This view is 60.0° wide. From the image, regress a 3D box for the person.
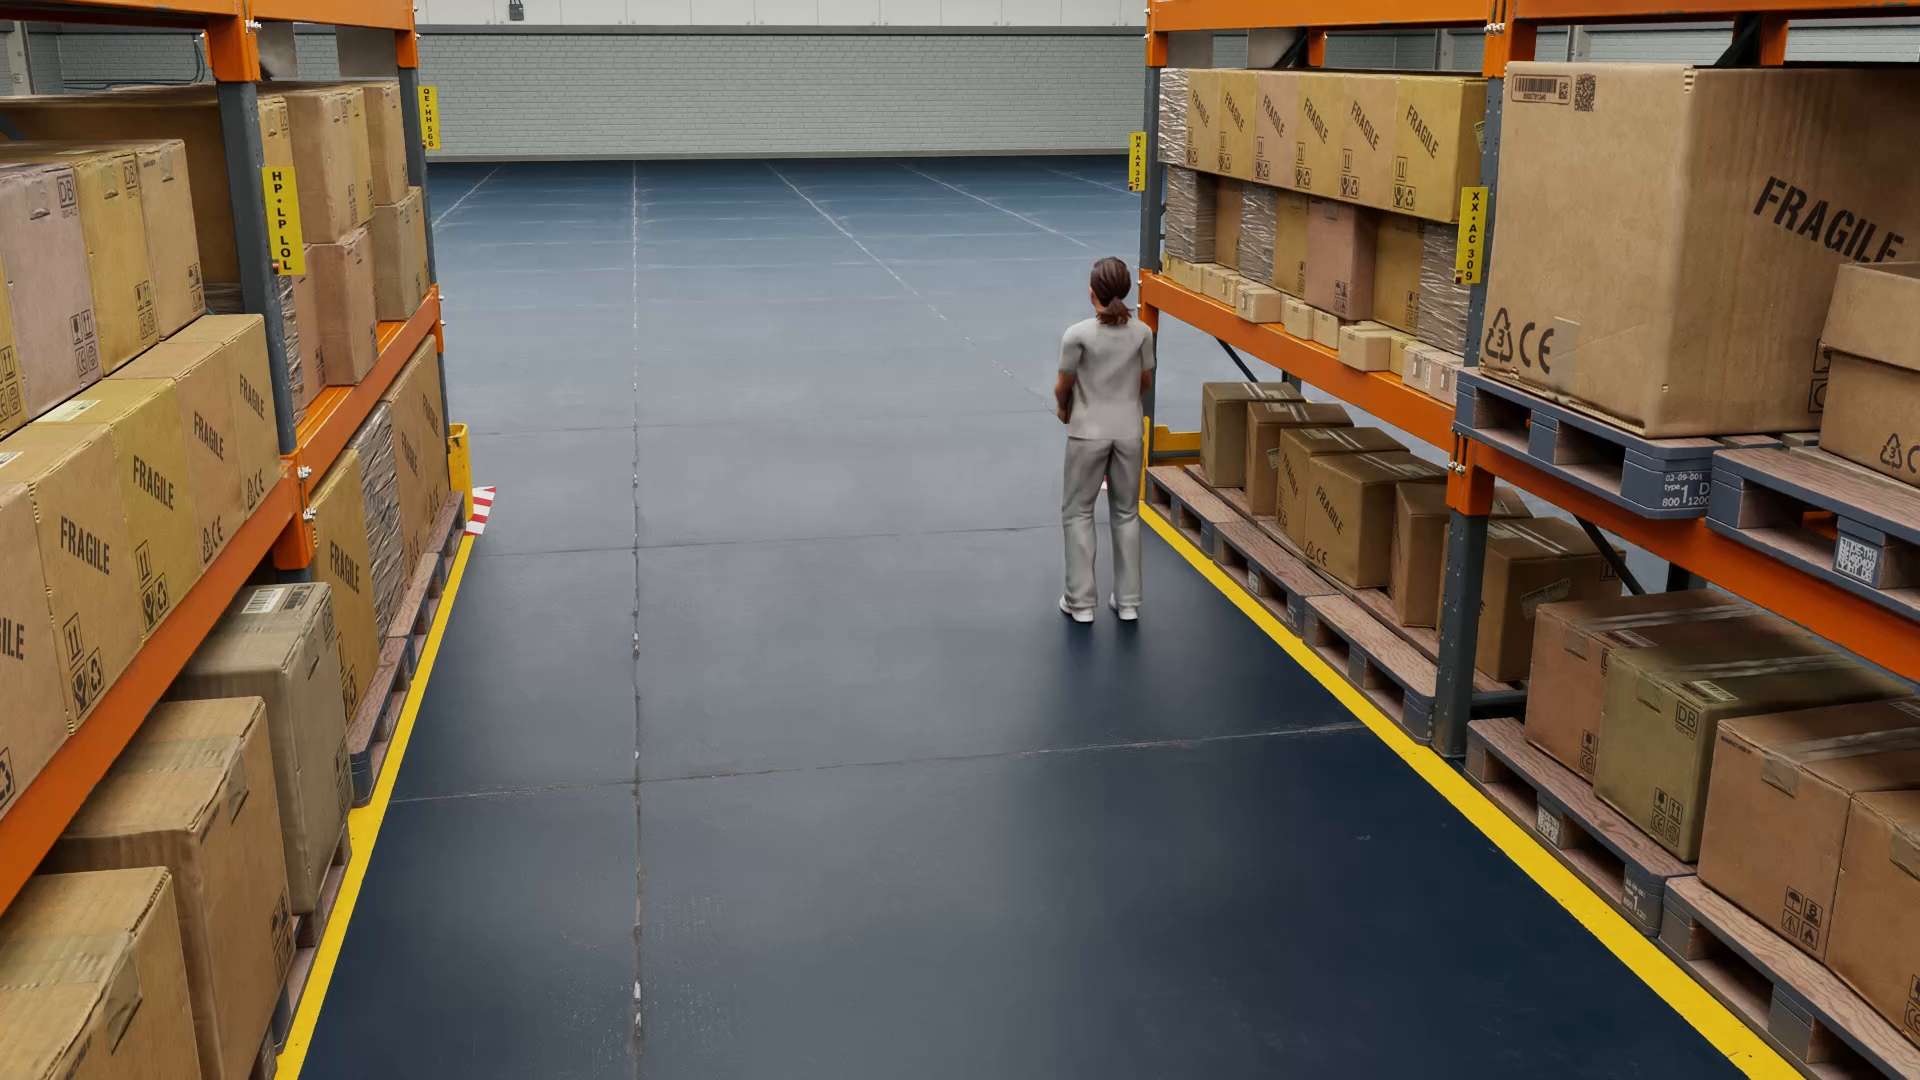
[{"bbox_3d":[0.643,-0.465,7.624,0.454,1.667,0.533,-3,17,-11],"label":"person"}]
